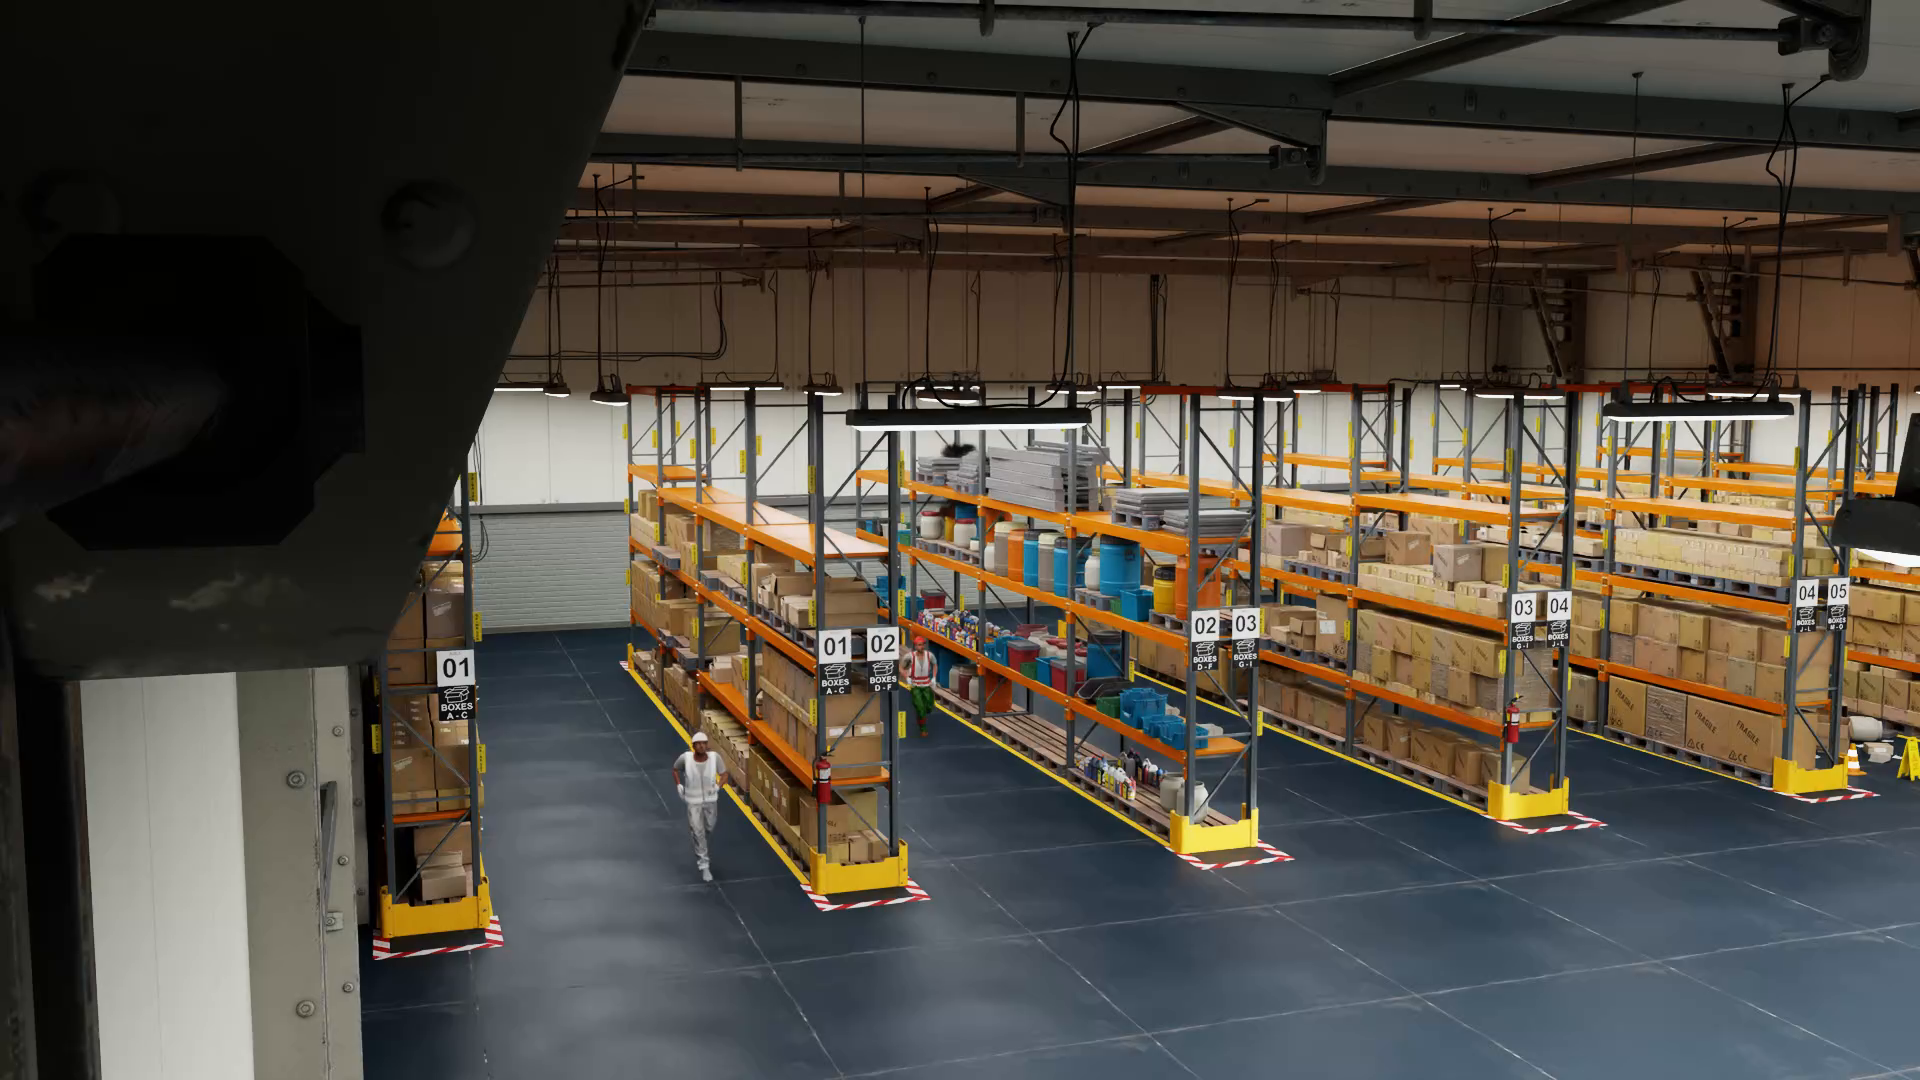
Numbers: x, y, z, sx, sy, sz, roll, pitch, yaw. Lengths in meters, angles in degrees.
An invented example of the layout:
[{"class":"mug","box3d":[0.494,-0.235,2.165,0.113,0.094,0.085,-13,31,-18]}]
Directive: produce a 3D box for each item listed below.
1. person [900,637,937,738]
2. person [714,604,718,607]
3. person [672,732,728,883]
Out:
[{"class":"person","box3d":[-0.709,2.512,28.698,0.678,1.740,0.593,-2,6,-15]},{"class":"person","box3d":[-5.482,1.727,36.291,0.656,1.757,0.702,2,6,19]},{"class":"person","box3d":[-3.261,3.298,20.981,0.634,1.791,1.156,-3,6,-24]}]
